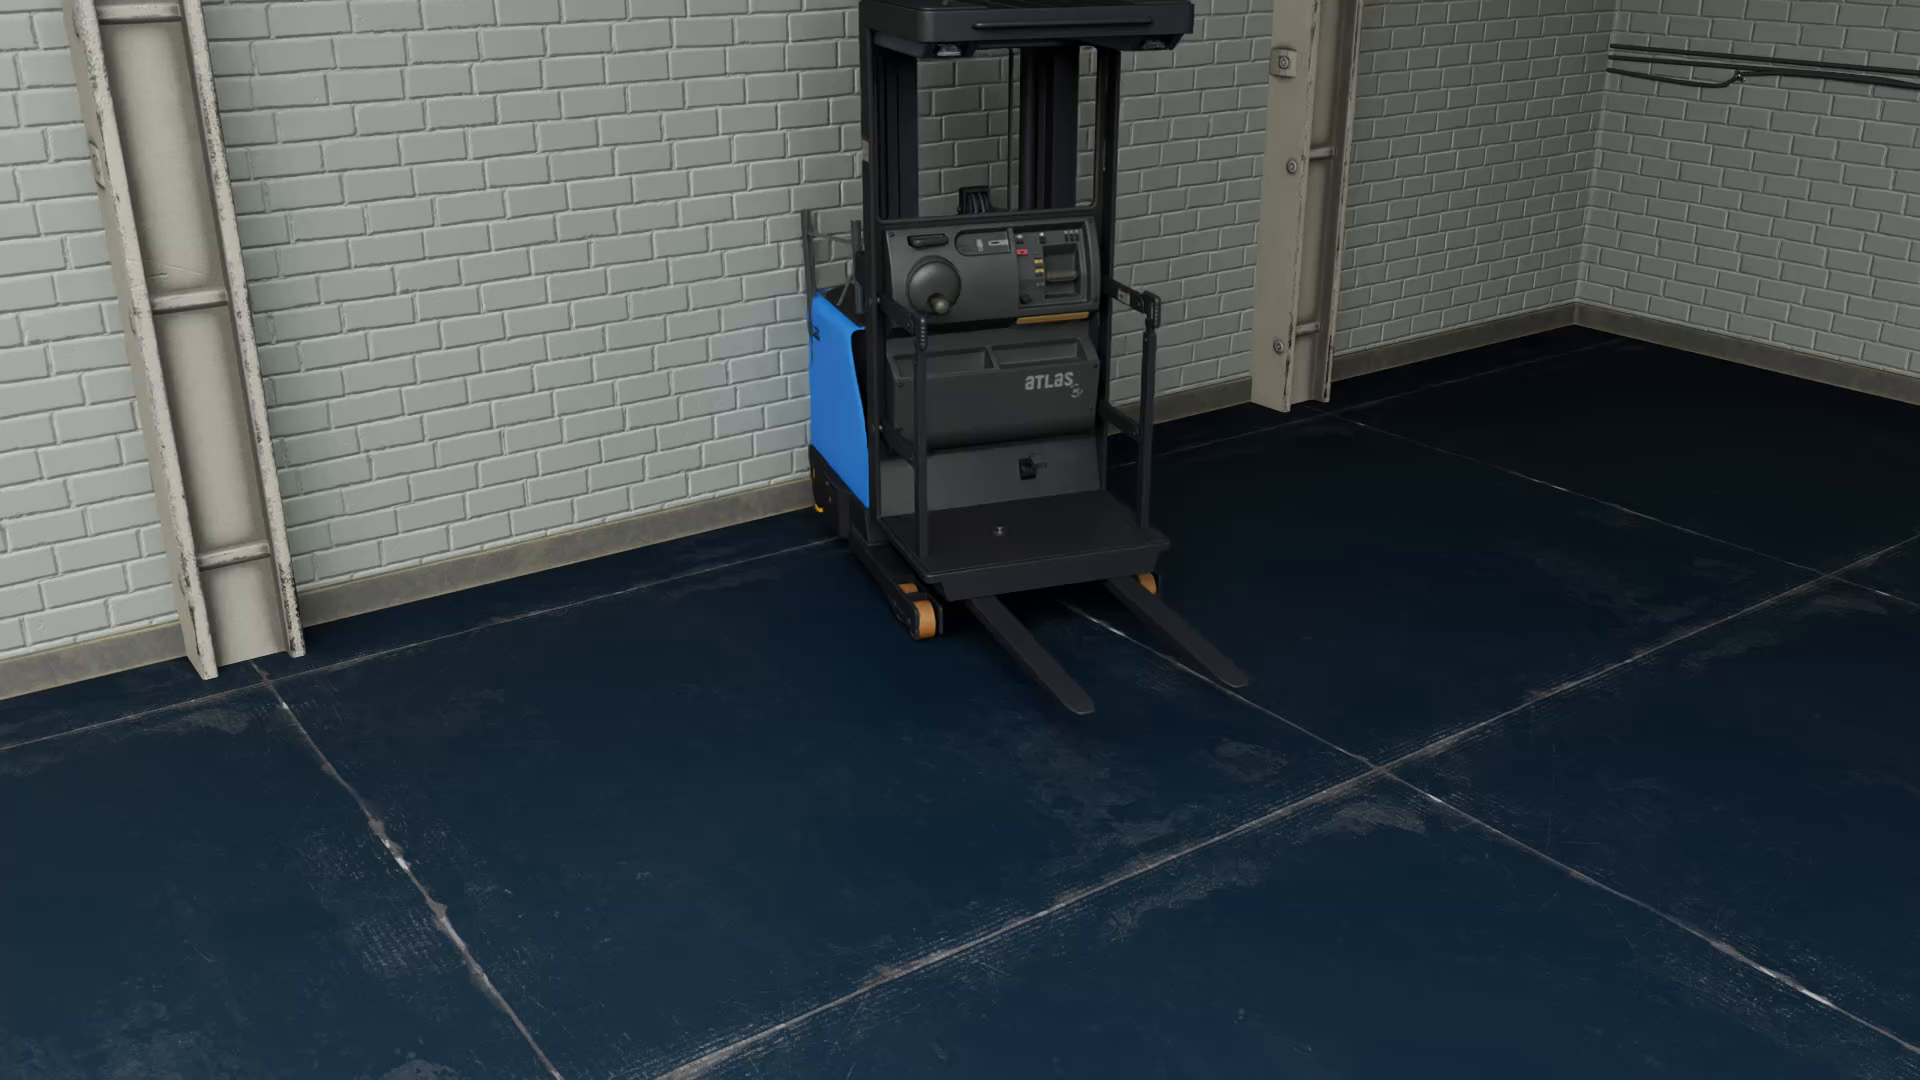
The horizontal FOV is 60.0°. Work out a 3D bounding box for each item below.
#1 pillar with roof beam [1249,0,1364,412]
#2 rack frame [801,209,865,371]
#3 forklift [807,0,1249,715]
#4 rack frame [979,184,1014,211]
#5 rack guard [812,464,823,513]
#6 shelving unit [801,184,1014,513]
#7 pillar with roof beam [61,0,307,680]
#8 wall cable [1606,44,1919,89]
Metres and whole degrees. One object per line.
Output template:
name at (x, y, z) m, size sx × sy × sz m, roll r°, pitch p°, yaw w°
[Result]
pillar with roof beam at (4.490, -3.723, 5.084) m, size 0.400 × 9.000 × 9.100 m, roll -15°, pitch 26°, yaw -33°
rack frame at (-0.562, -0.778, 7.843) m, size 0.032 × 1.500 × 0.500 m, roll -15°, pitch 23°, yaw -31°
forklift at (0.218, -1.120, 6.747) m, size 1.130 × 2.935 × 3.031 m, roll -8°, pitch 23°, yaw -18°
rack frame at (0.277, -1.006, 8.370) m, size 0.032 × 1.500 × 0.500 m, roll -15°, pitch 23°, yaw -31°
rack guard at (-0.534, -0.191, 8.056) m, size 0.087 × 0.250 × 0.587 m, roll -15°, pitch 23°, yaw -31°
shelving unit at (-0.150, -0.890, 8.102) m, size 1.083 × 1.500 × 0.587 m, roll -15°, pitch 23°, yaw -31°
pillar with roof beam at (-0.381, -2.424, 1.830) m, size 0.400 × 9.000 × 9.100 m, roll -15°, pitch 26°, yaw -33°
wall cable at (5.139, -3.816, 9.507) m, size 0.112 × 2.526 × 3.097 m, roll -15°, pitch 26°, yaw -33°
